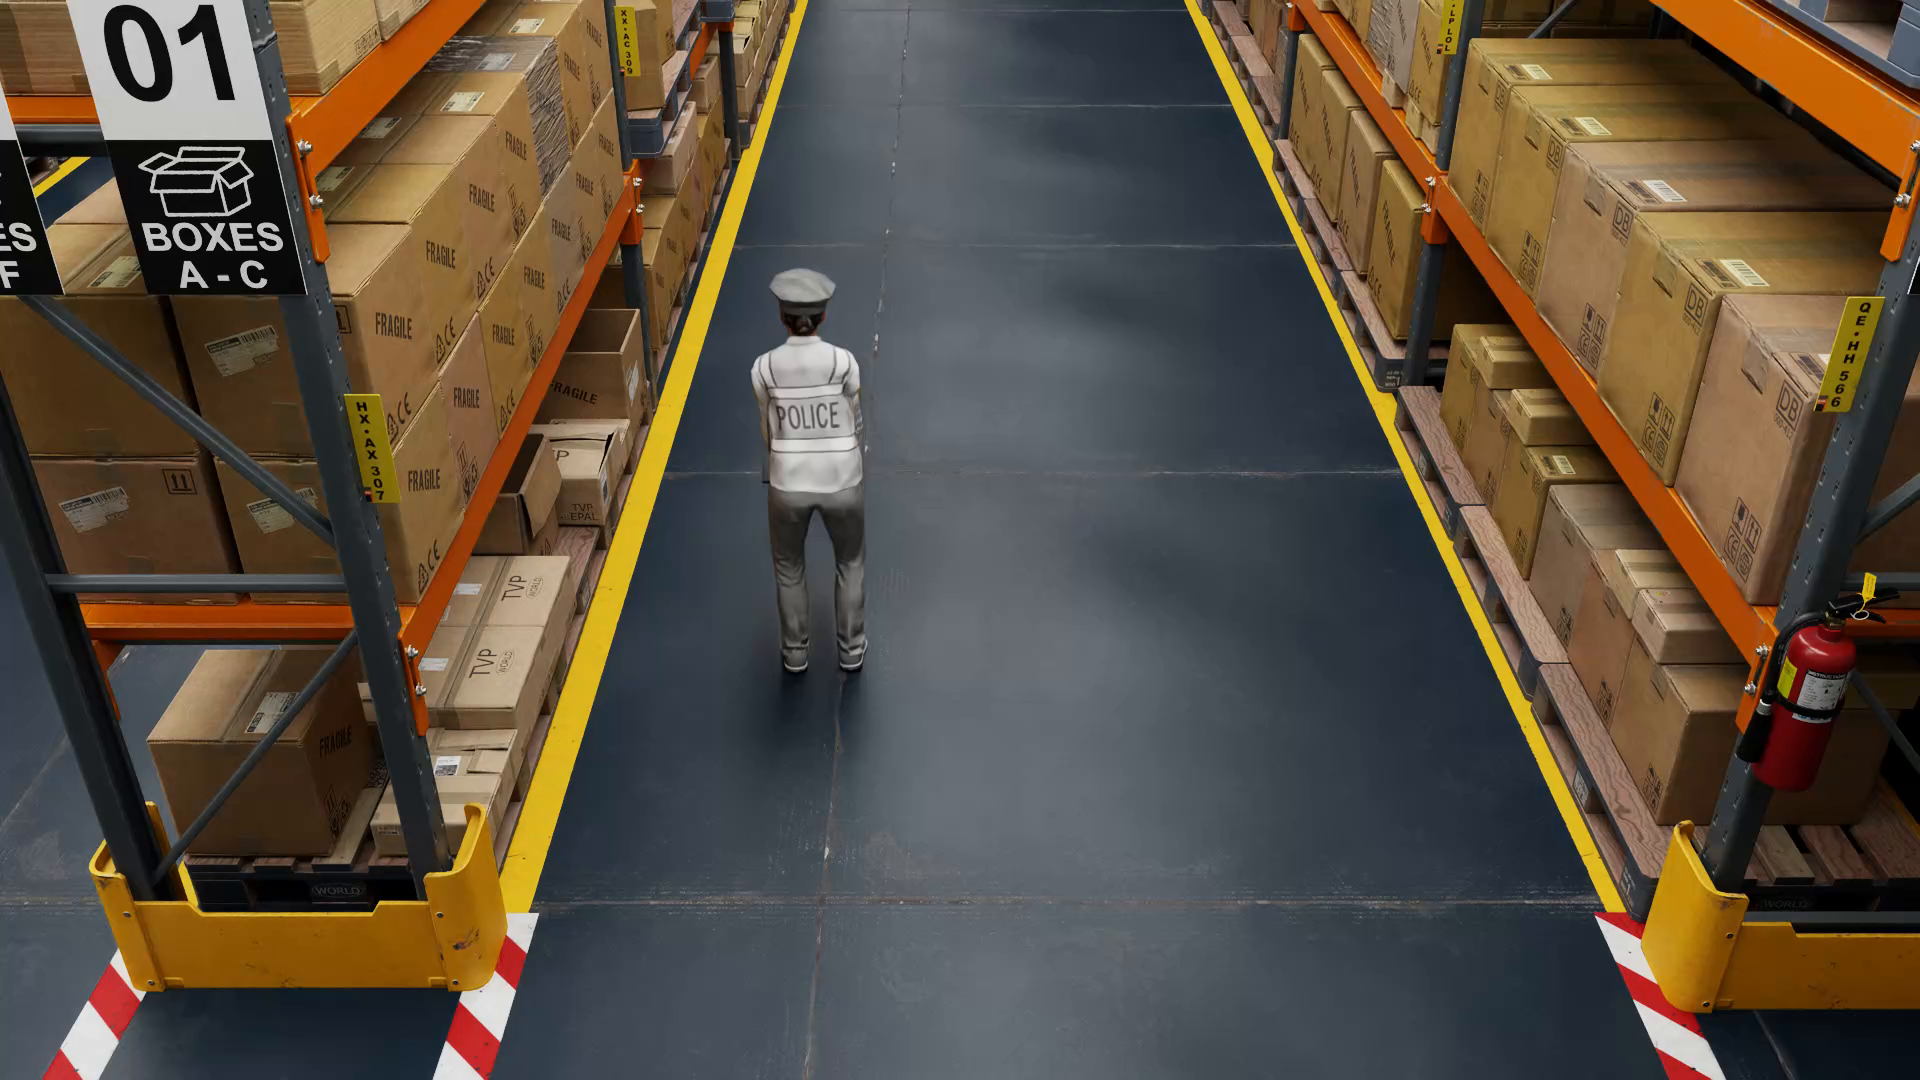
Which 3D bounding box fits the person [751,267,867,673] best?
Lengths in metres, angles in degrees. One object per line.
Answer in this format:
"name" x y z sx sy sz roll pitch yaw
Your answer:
"person" -0.586 -0.248 6.575 0.414 1.631 0.562 -2 32 -3
